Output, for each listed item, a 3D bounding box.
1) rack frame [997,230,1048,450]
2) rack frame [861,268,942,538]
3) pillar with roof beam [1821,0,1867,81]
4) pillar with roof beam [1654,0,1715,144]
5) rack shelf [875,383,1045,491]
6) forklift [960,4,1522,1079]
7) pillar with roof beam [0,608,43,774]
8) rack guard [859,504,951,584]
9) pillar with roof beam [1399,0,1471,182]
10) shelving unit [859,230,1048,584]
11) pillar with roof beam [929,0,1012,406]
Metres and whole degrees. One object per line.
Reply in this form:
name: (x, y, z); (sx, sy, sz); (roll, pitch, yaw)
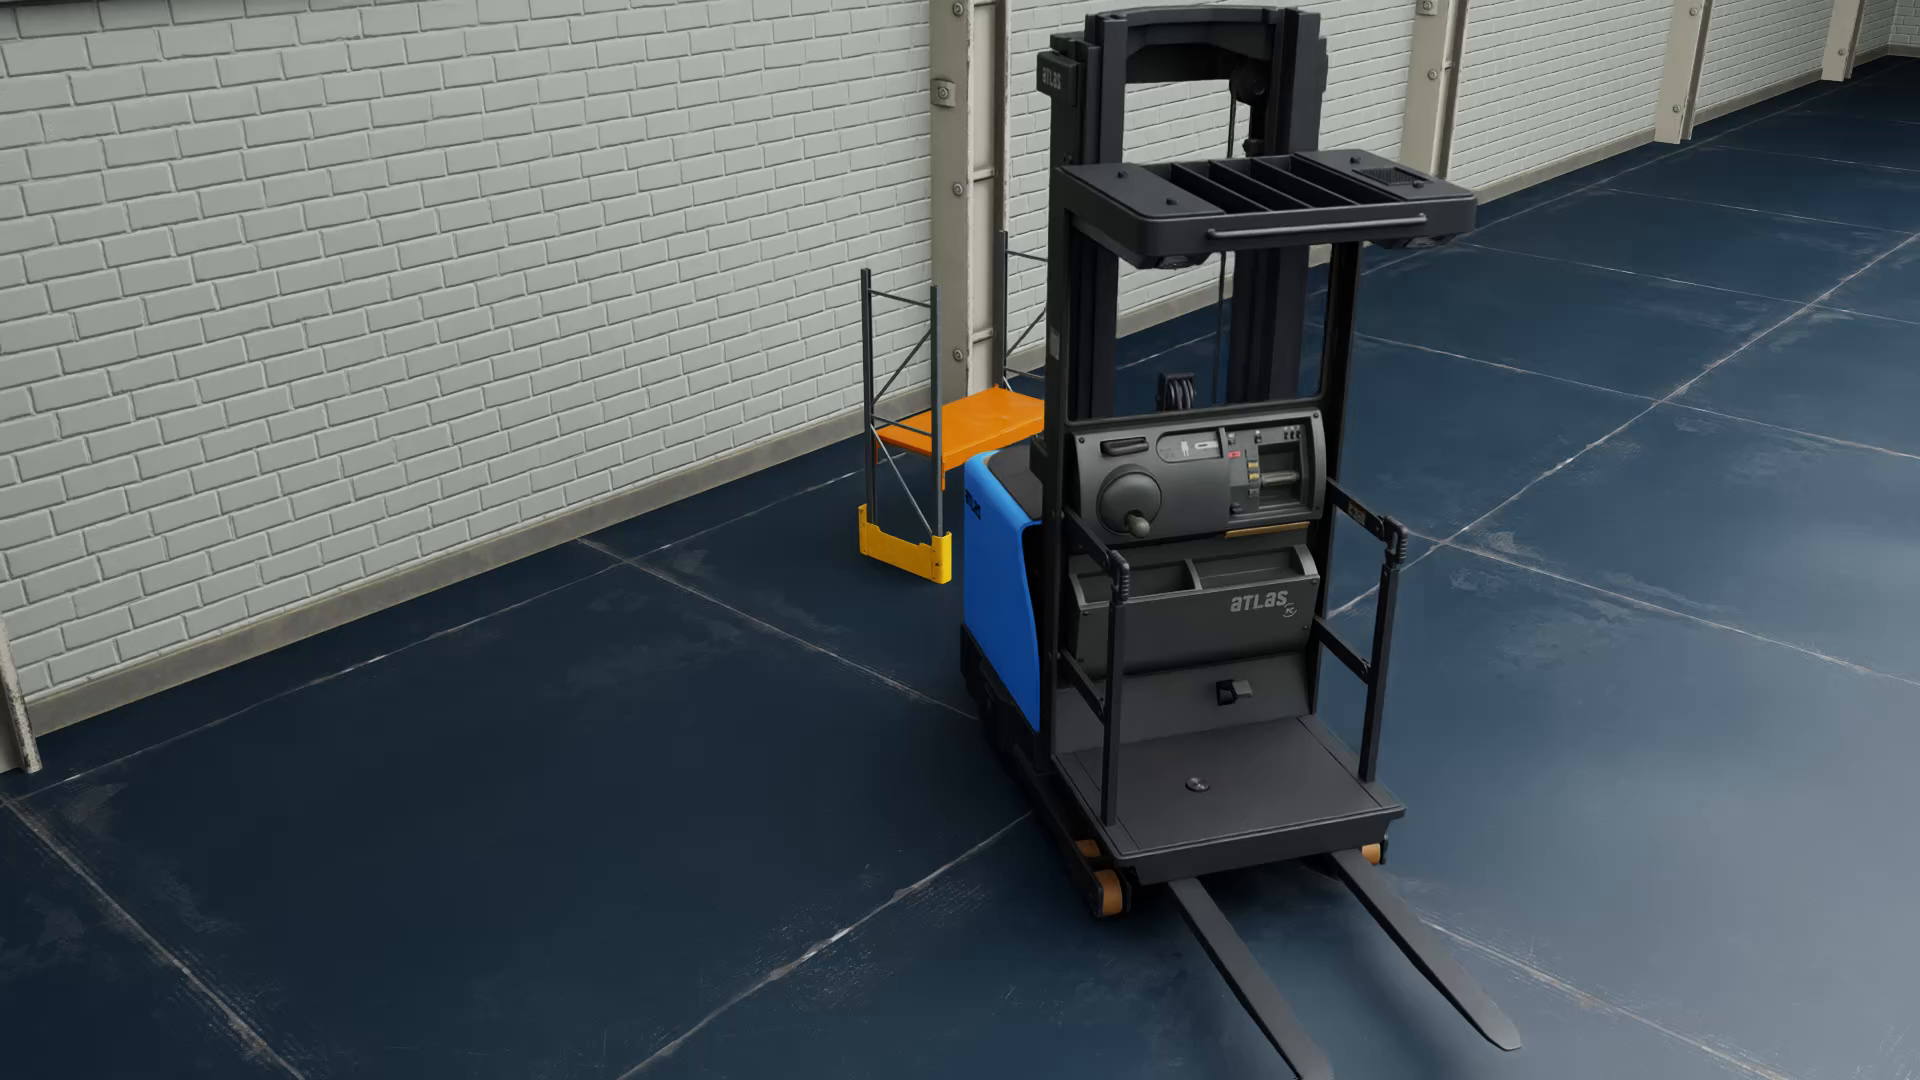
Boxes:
rack frame: (0.396, -0.865, 8.847); (0.500, 1.500, 0.032); (20, 31, 38)
rack frame: (-0.282, -0.555, 8.156); (0.500, 1.500, 0.032); (20, 31, 38)
pillar with roof beam: (15.283, -9.304, 18.502); (9.100, 9.000, 0.400); (20, 31, 38)
pillar with roof beam: (11.279, -7.476, 14.425); (9.100, 9.000, 0.400); (20, 31, 38)
rack shelf: (0.057, -0.546, 8.575); (0.538, 0.185, 1.000); (20, 31, 38)
forklift: (0.907, -0.201, 5.615); (1.130, 2.935, 3.031); (-7, 25, -15)
pillar with roof beam: (-0.735, -1.992, 2.194); (9.100, 9.000, 0.400); (20, 31, 38)
rack guard: (-0.282, 0.014, 8.412); (0.587, 0.250, 0.087); (20, 31, 38)
pillar with roof beam: (7.274, -5.648, 10.348); (9.100, 9.000, 0.400); (20, 31, 38)
shelving unit: (0.051, -0.708, 8.495); (0.587, 1.500, 1.083); (20, 31, 38)
pillar with roof beam: (3.270, -3.820, 6.271); (9.100, 9.000, 0.400); (20, 31, 38)
